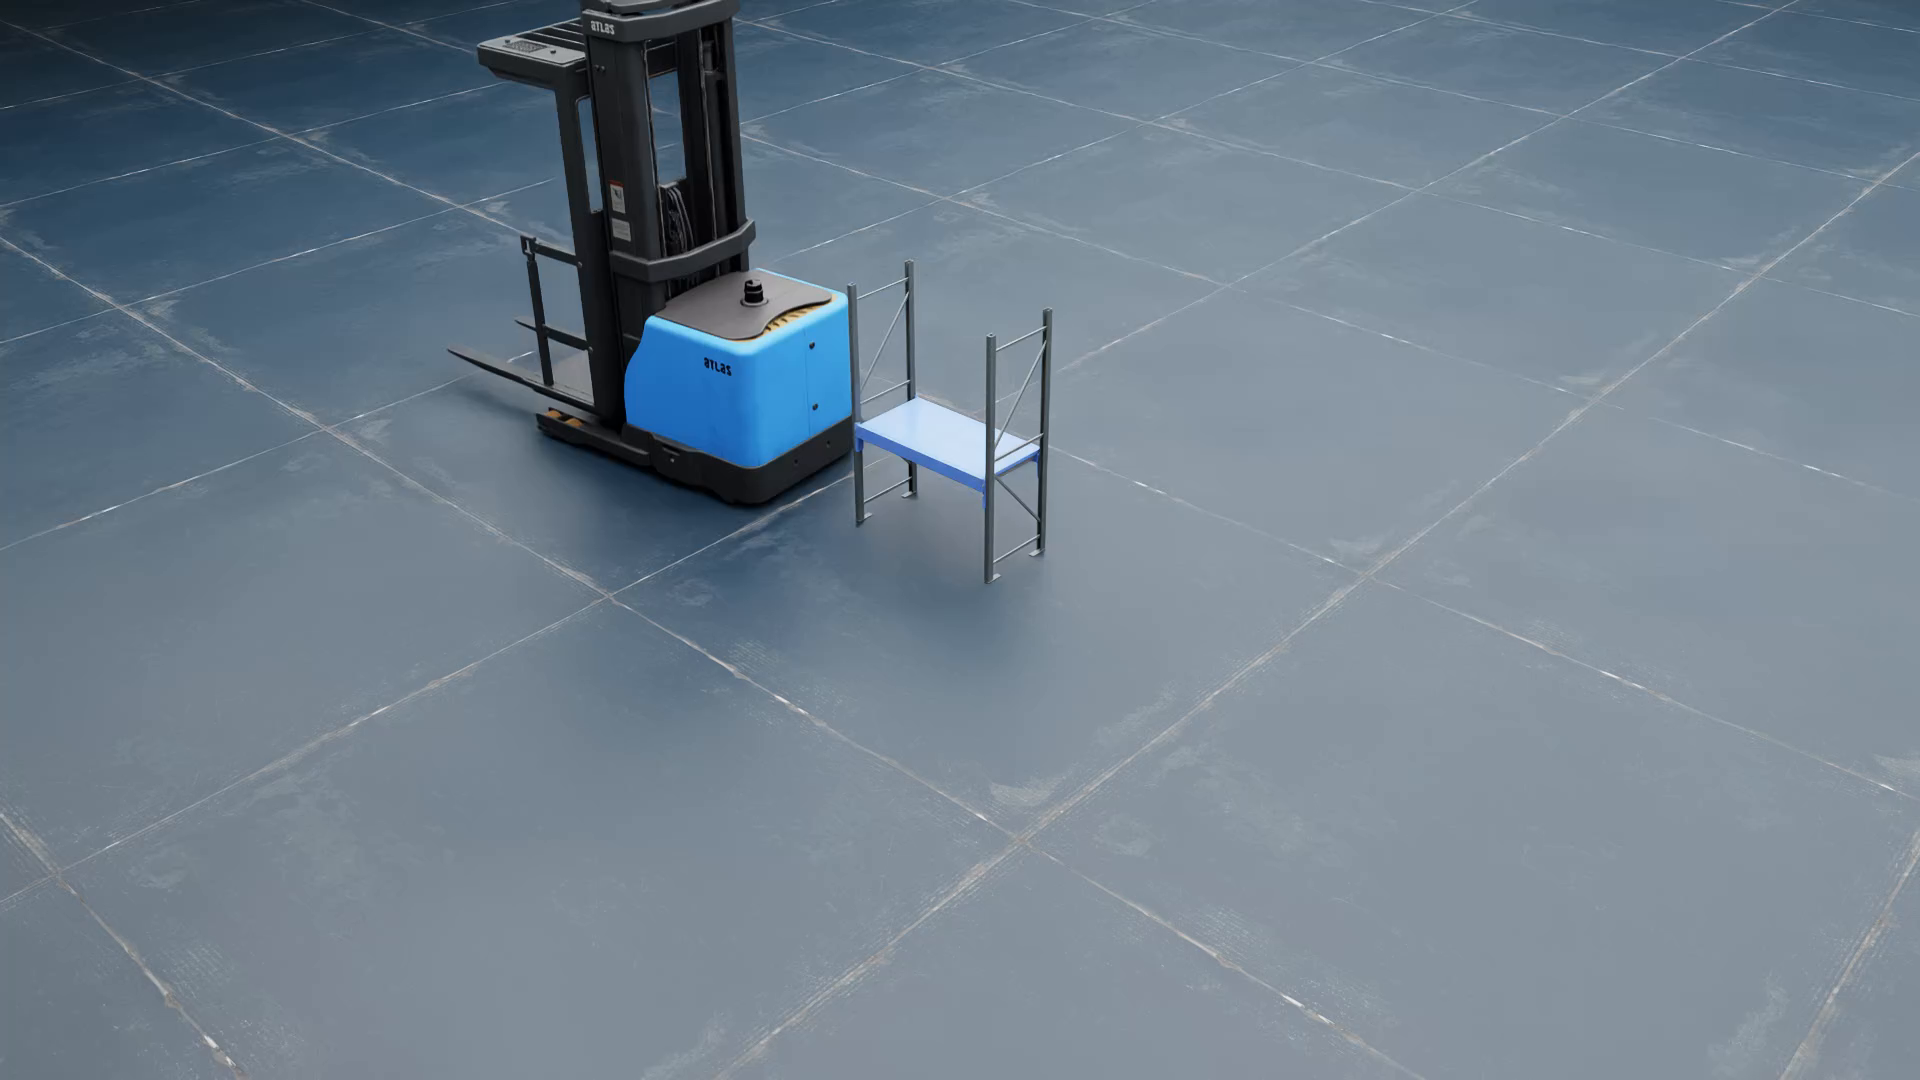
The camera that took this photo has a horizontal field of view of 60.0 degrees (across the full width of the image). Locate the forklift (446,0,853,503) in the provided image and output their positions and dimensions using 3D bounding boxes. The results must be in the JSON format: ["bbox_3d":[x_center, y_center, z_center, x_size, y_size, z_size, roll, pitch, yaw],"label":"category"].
[{"bbox_3d":[-2.127,-2.068,10.288,3.031,2.935,1.130,21,37,30],"label":"forklift"}]

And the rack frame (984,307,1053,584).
[{"bbox_3d":[0.314,-0.496,9.064,0.032,1.500,0.500,25,39,35],"label":"rack frame"}]

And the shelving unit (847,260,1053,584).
[{"bbox_3d":[-0.063,-0.672,9.357,1.048,1.500,0.538,25,39,35],"label":"shelving unit"}]

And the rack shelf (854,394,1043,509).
[{"bbox_3d":[-0.063,-0.518,9.449,1.000,0.185,0.538,25,39,35],"label":"rack shelf"}]

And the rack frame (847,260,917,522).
[{"bbox_3d":[-0.440,-0.848,9.649,0.032,1.500,0.500,25,39,35],"label":"rack frame"}]
